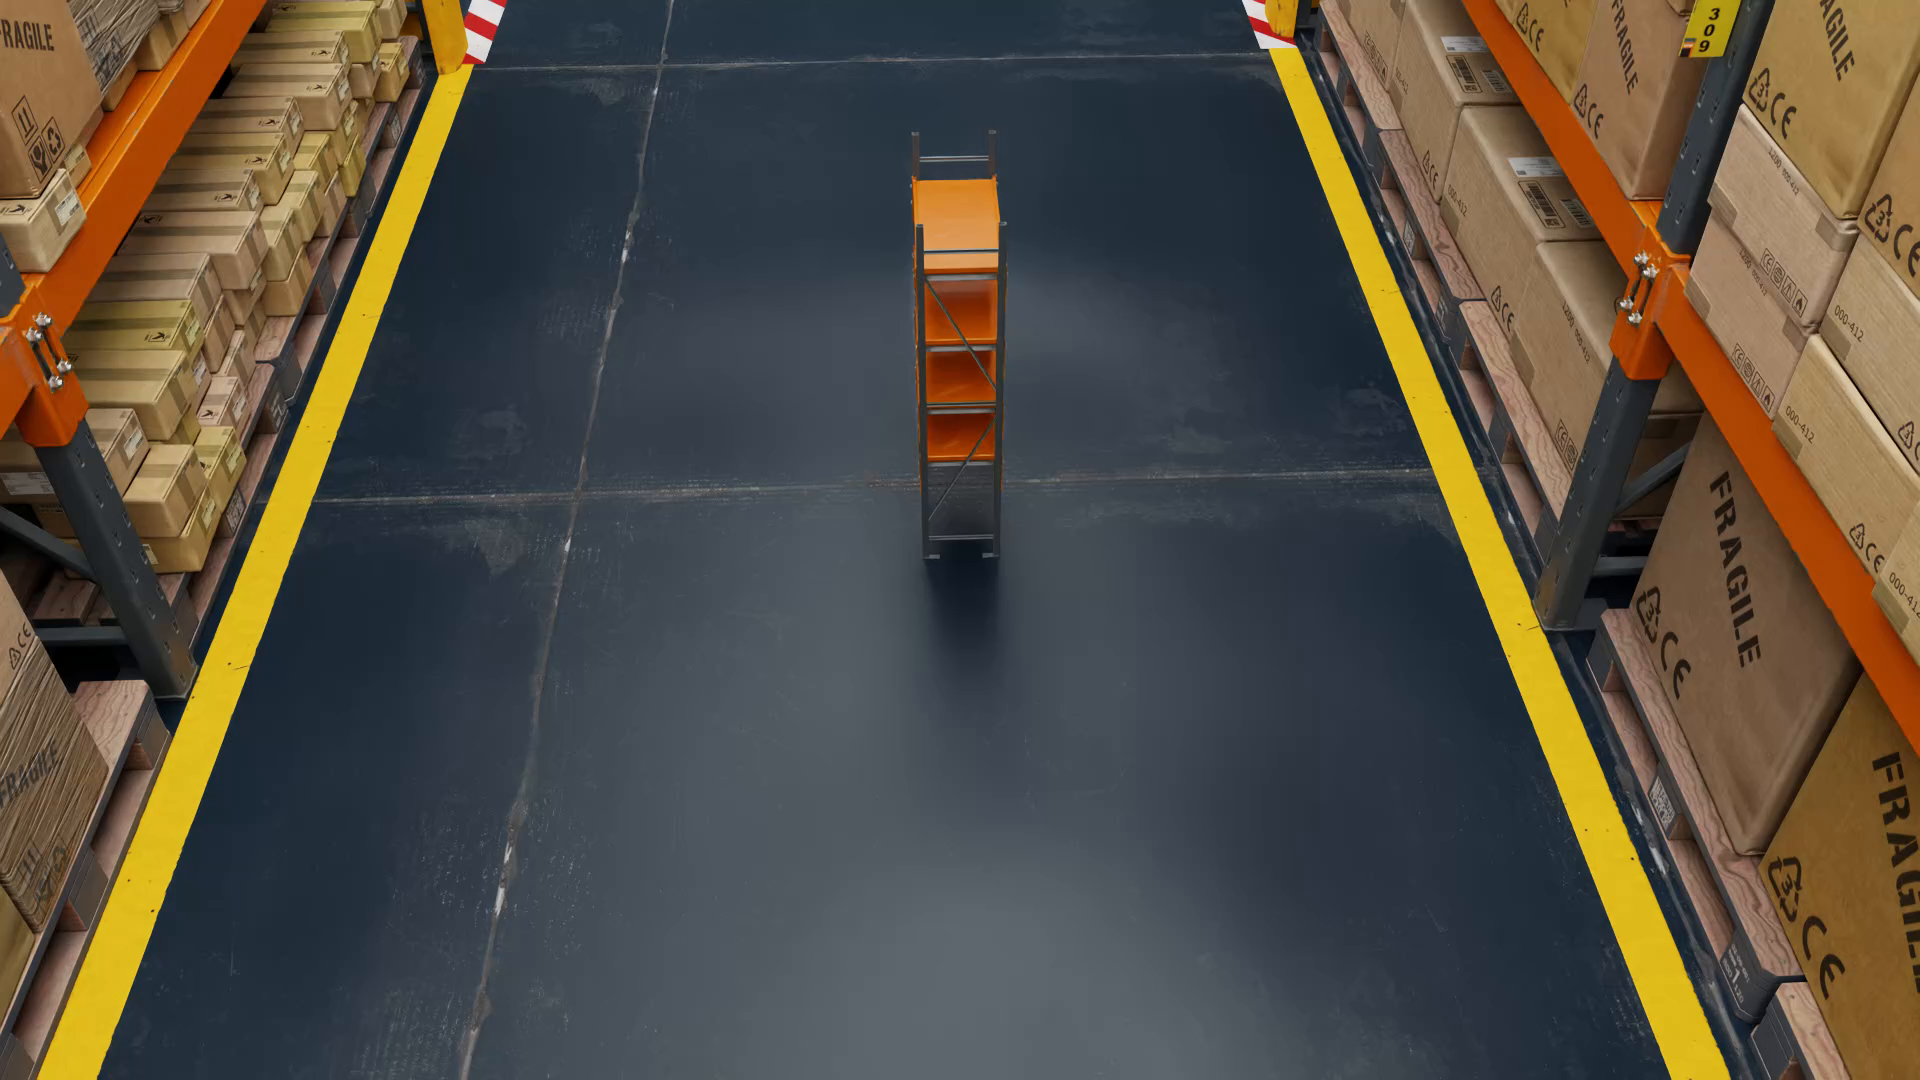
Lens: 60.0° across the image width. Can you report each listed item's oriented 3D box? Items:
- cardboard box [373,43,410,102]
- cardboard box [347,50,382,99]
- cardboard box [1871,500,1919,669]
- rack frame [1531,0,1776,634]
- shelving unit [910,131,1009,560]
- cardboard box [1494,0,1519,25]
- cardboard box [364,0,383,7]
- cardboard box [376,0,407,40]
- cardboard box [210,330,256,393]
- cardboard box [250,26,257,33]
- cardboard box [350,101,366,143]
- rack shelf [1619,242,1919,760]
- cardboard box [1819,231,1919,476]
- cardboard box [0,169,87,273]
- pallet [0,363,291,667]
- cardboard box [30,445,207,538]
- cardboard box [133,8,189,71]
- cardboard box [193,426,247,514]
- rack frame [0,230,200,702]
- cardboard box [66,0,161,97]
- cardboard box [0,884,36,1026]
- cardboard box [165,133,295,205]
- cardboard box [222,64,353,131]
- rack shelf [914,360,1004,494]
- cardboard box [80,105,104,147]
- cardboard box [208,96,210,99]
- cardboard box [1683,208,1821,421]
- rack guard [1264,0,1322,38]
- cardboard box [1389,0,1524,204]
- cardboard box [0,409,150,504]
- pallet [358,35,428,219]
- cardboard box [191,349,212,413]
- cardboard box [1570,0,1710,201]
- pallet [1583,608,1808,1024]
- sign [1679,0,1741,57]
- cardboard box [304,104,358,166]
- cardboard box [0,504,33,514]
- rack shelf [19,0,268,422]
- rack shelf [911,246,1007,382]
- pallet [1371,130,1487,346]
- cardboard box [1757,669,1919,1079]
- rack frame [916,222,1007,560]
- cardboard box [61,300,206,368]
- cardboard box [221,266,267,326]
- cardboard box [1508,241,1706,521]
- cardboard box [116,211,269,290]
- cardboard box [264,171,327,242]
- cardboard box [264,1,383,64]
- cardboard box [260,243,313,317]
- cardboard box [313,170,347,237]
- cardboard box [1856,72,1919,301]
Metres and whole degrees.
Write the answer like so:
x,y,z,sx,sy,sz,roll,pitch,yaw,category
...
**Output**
x,y,z,sx,sy,sz,roll,pitch,yaw,category
-2.537,-1.958,6.965,0.380,0.149,0.250,0,43,0,cardboard box
-2.548,-1.889,6.670,0.380,0.149,0.250,-3,43,-4,cardboard box
2.016,0.172,2.954,0.500,0.250,0.500,-2,43,-2,cardboard box
2.232,-0.884,3.995,1.000,3.000,0.127,-2,43,-2,rack frame
-0.007,-0.554,4.966,0.258,1.200,0.503,-2,43,-2,shelving unit
1.893,-1.913,5.043,0.500,0.500,0.500,-2,43,-2,cardboard box
-2.604,-2.347,6.950,0.380,0.149,0.250,-1,43,-1,cardboard box
-2.572,-2.240,7.052,0.380,0.149,0.250,-3,43,-3,cardboard box
-2.538,-0.549,5.428,0.380,0.149,0.250,-2,43,-3,cardboard box
-3.114,-2.227,7.038,0.380,0.149,0.250,0,43,0,cardboard box
-2.588,-1.611,6.586,0.380,0.149,0.250,-1,43,-1,cardboard box
2.317,0.731,2.765,1.077,0.370,4.000,-2,43,-2,rack shelf
2.019,-0.357,3.160,0.500,0.250,0.500,-1,43,-1,cardboard box
-2.395,-0.782,4.069,0.380,0.149,0.250,0,43,0,cardboard box
-2.773,-0.098,5.201,1.003,0.211,1.213,-2,43,-2,pallet
-2.405,-0.141,4.763,0.380,0.149,0.250,0,43,0,cardboard box
-2.495,-1.488,4.840,0.380,0.149,0.250,-1,43,-1,cardboard box
-2.415,-0.212,5.061,0.380,0.149,0.250,0,43,-1,cardboard box
-2.710,-0.674,3.765,1.000,3.000,0.127,-2,43,-2,rack frame
-2.507,-1.496,4.368,0.500,0.500,0.500,-2,43,-2,cardboard box
-2.405,0.932,3.553,0.500,0.500,0.500,-3,43,-3,cardboard box
-2.558,-1.291,5.797,0.380,0.149,0.250,-1,43,-2,cardboard box
-2.498,-1.648,6.187,0.380,0.149,0.250,0,43,0,cardboard box
-0.007,-0.358,5.146,0.258,0.148,0.480,-2,43,-2,rack shelf
-2.544,-1.133,4.452,0.380,0.149,0.250,-3,43,-4,cardboard box
-3.157,-1.701,6.465,0.380,0.149,0.250,0,43,0,cardboard box
1.987,-0.524,3.713,0.500,0.250,0.500,-3,43,-3,cardboard box
2.061,-2.679,7.803,1.175,0.500,0.348,-2,43,-2,rack guard
2.237,-1.734,6.508,0.875,0.438,0.875,-1,43,-1,cardboard box
-2.517,-0.235,4.646,0.380,0.149,0.250,0,43,0,cardboard box
-2.877,-1.745,6.998,1.003,0.211,1.213,-2,43,-2,pallet
-2.552,-0.473,5.125,0.380,0.149,0.250,-2,43,-2,cardboard box
1.957,-1.227,4.294,0.500,0.500,0.500,-1,43,-1,cardboard box
2.340,0.663,4.371,1.003,0.211,1.213,-2,43,-2,pallet
1.677,-1.215,3.657,0.100,0.325,0.005,-2,43,-2,sign
-2.513,-1.540,6.289,0.380,0.149,0.250,-1,43,-1,cardboard box
-2.994,-0.210,5.059,0.380,0.149,0.250,-1,43,-1,cardboard box
-2.795,-1.759,5.481,1.077,0.370,4.000,-2,43,-2,rack shelf
-0.007,-0.669,4.861,0.258,0.148,0.480,-2,43,-2,rack shelf
2.223,-1.197,6.400,1.003,0.211,1.213,-2,43,-2,pallet
2.384,0.770,3.451,0.875,0.875,0.875,-1,43,-1,cardboard box
0.003,-0.389,4.787,0.240,1.200,0.015,-2,43,-2,rack frame
-2.530,-0.592,5.035,0.380,0.149,0.250,-2,43,-2,cardboard box
-2.549,-0.842,5.527,0.380,0.149,0.250,0,43,0,cardboard box
2.312,-0.521,5.184,0.875,0.438,0.875,-2,43,-2,cardboard box
-2.493,-0.942,5.417,0.380,0.149,0.250,-1,43,-1,cardboard box
-2.481,-1.181,5.897,0.380,0.149,0.250,-1,43,-1,cardboard box
-2.513,-2.005,6.576,0.380,0.149,0.250,-3,43,-3,cardboard box
-2.500,-0.907,5.819,0.380,0.149,0.250,-3,43,-3,cardboard box
-2.523,-1.255,6.199,0.380,0.149,0.250,-1,43,-1,cardboard box
2.012,-0.641,2.916,0.500,0.500,0.500,-2,43,-2,cardboard box
